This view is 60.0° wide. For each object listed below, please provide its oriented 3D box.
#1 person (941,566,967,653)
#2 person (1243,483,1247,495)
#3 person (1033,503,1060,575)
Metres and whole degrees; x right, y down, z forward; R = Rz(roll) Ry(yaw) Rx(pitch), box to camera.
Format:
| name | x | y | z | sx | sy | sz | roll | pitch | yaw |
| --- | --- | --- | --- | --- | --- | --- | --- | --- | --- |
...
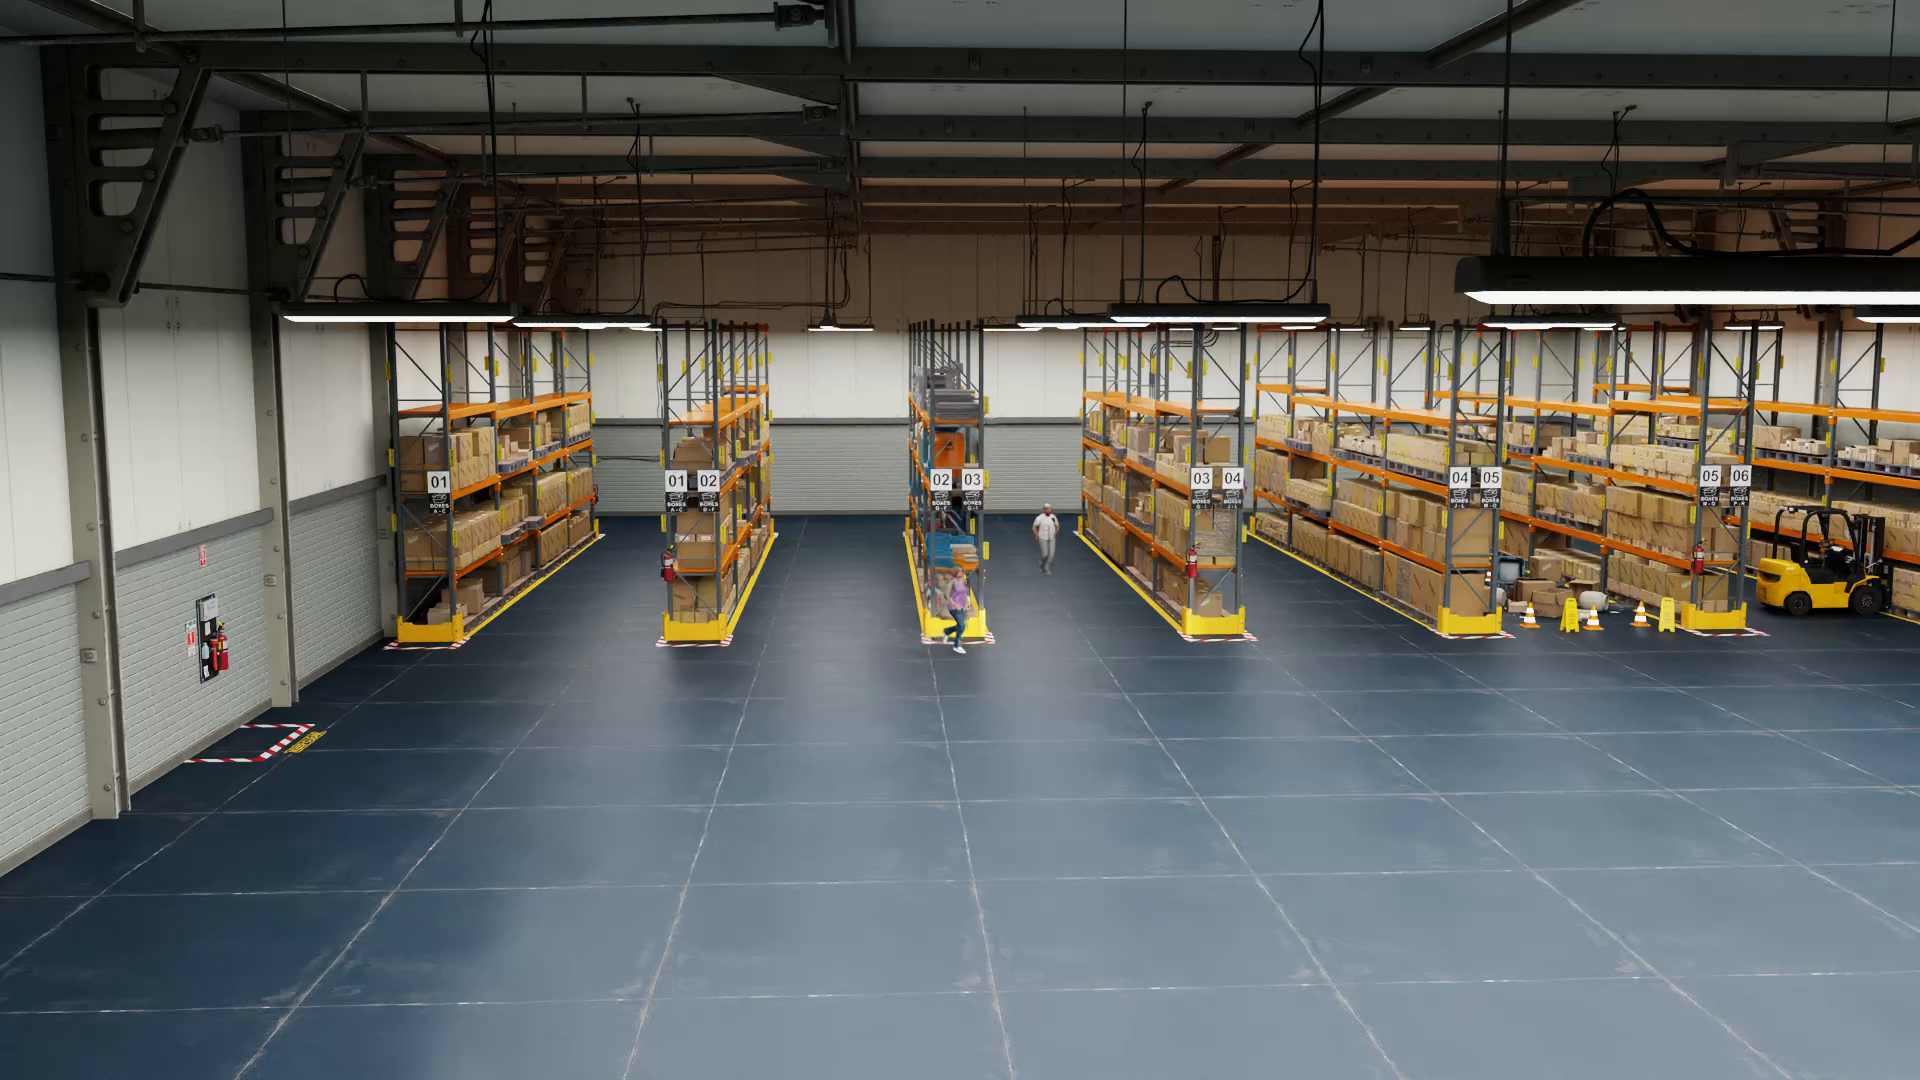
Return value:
| name | x | y | z | sx | sy | sz | roll | pitch | yaw |
| --- | --- | --- | --- | --- | --- | --- | --- | --- | --- |
| person | -0.108 | 1.247 | 30.160 | 0.570 | 1.565 | 0.571 | 5 | 8 | 33 |
| person | 7.961 | -1.163 | 48.591 | 0.915 | 1.789 | 0.750 | -7 | 10 | -44 |
| person | 1.985 | -0.017 | 37.742 | 0.615 | 1.624 | 0.502 | -1 | 7 | -12 |
